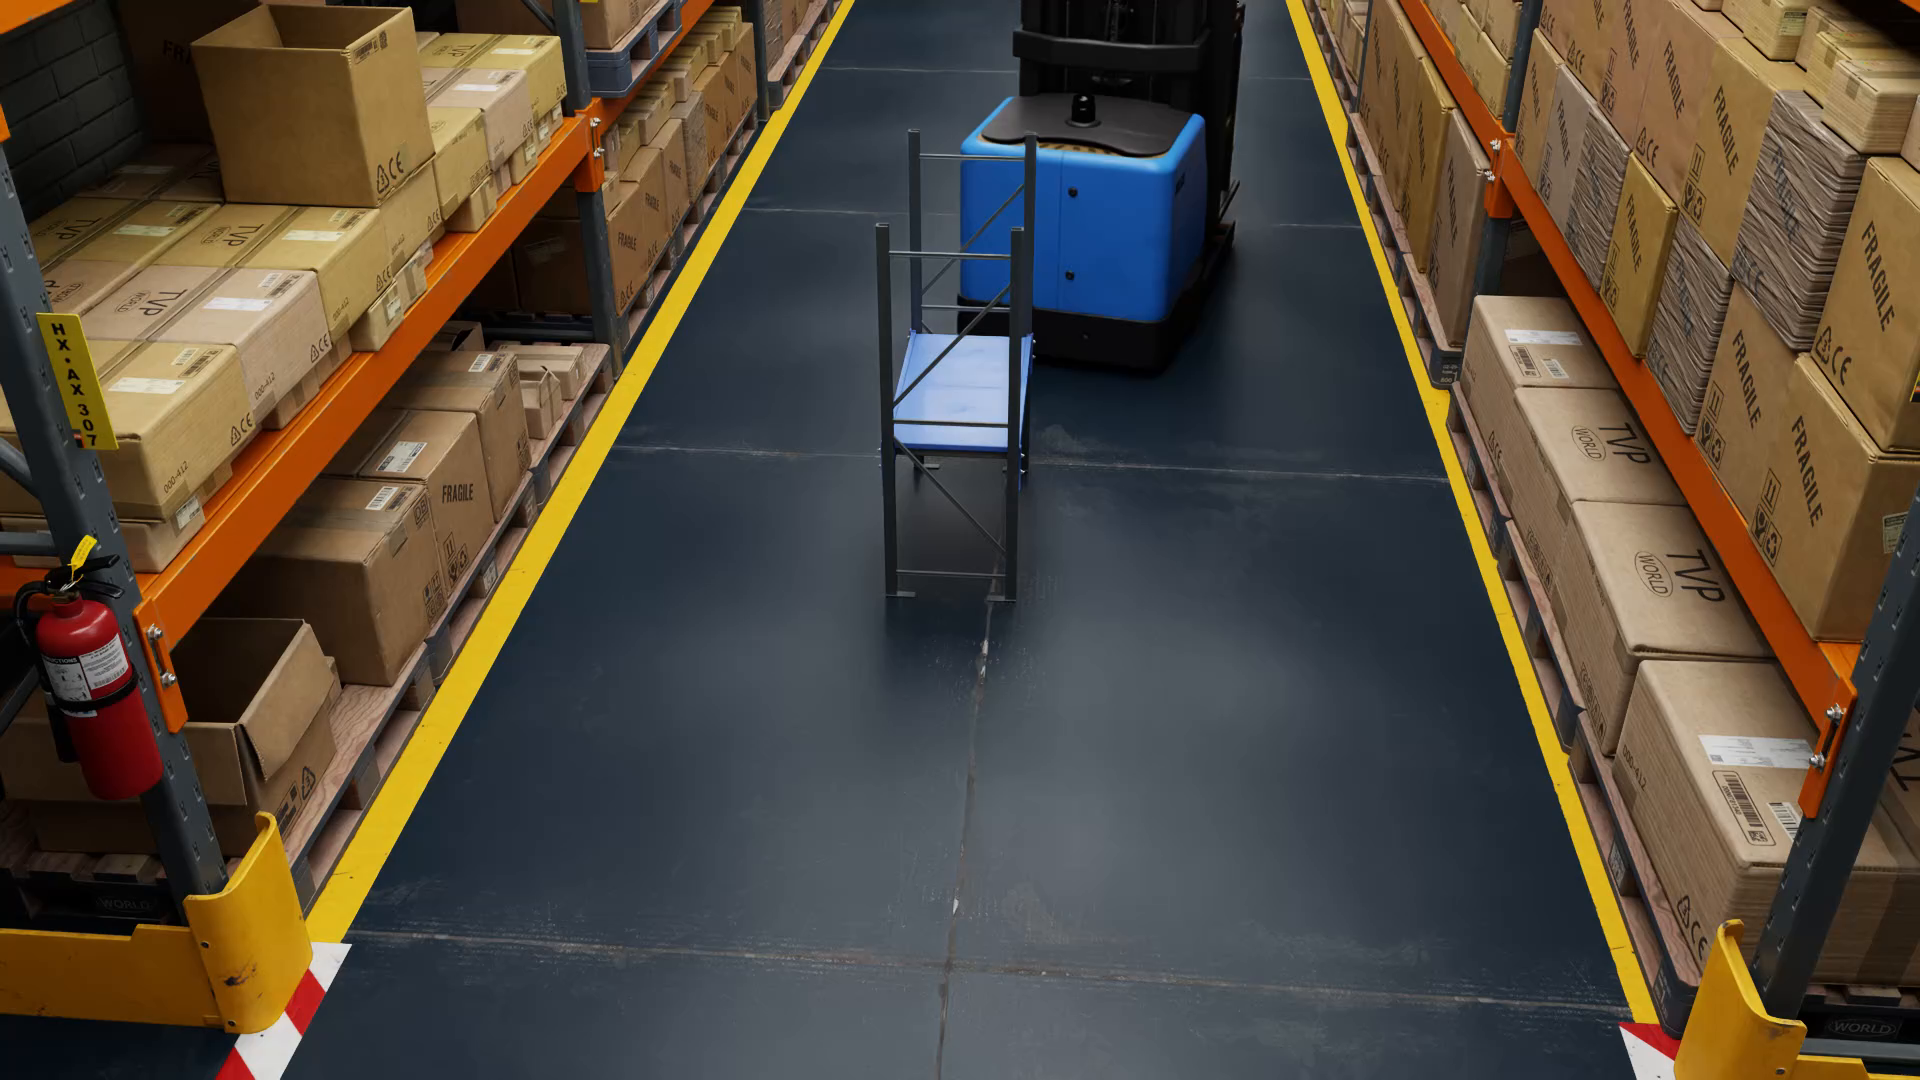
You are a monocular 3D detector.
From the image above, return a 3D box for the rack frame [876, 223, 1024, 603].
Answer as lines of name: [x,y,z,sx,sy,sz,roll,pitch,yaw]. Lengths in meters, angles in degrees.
rack frame: [-0.034,-0.417,5.998,0.500,1.500,0.032,2,32,4]

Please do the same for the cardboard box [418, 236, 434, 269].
cardboard box: [-2.056,-0.997,5.749,0.380,0.149,0.250,2,32,4]

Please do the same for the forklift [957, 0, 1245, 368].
forklift: [0.919,-2.832,8.551,1.130,2.935,3.031,9,33,15]

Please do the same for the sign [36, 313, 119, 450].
sign: [-1.923,-0.342,3.620,0.100,0.325,0.005,2,32,4]

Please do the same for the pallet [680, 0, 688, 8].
pallet: [-1.966,-3.081,9.073,1.003,0.211,1.213,2,32,4]

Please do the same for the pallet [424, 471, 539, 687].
pallet: [-2.292,0.098,6.390,1.003,0.211,1.213,2,32,4]

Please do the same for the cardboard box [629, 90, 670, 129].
cardboard box: [-1.800,-2.340,9.052,0.380,0.149,0.250,4,32,6]

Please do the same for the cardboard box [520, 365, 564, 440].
cardboard box: [-1.920,-0.612,7.090,0.396,0.266,0.258,4,32,6]

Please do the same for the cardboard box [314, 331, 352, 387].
cardboard box: [-2.105,-0.592,5.091,0.380,0.149,0.250,3,32,5]

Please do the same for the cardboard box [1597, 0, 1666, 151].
cardboard box: [2.429,-1.576,5.400,0.500,0.500,0.500,3,32,5]

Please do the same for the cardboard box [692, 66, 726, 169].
cardboard box: [-1.724,-2.529,9.977,0.500,0.500,0.500,4,32,6]

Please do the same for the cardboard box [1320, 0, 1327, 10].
cardboard box: [3.365,-4.471,13.250,0.950,0.372,0.625,4,32,7]

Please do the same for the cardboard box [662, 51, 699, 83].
cardboard box: [-1.744,-2.755,9.725,0.380,0.149,0.250,2,32,3]

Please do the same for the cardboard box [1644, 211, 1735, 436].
cardboard box: [2.347,-0.623,4.807,0.500,0.500,0.500,3,32,5]

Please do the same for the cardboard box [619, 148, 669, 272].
cardboard box: [-1.841,-1.725,8.672,0.500,0.500,0.500,2,32,3]

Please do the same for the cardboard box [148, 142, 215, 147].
cardboard box: [-2.526,-1.371,5.975,0.500,0.250,0.500,3,32,5]

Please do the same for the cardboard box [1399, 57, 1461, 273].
cardboard box: [2.846,-1.952,8.684,0.875,0.875,0.875,3,32,5]

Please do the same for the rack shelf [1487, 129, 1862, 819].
rack shelf: [2.646,-0.526,5.430,1.077,0.370,4.000,2,32,4]

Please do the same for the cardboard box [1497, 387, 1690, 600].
cardboard box: [2.579,-0.174,6.215,0.875,0.438,0.875,2,32,3]

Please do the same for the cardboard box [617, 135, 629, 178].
cardboard box: [-1.889,-1.938,8.399,0.380,0.149,0.250,1,32,1]

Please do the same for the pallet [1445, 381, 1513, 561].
pallet: [2.669,-0.296,7.030,1.003,0.211,1.213,2,32,4]

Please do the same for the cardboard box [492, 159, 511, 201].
cardboard box: [-1.957,-1.393,6.391,0.380,0.149,0.250,3,32,5]

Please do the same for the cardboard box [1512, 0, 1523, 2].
cardboard box: [2.595,-2.590,7.046,0.500,0.500,0.500,3,32,6]

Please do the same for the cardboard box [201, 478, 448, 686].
cardboard box: [-2.211,0.128,5.665,0.700,0.500,0.500,4,32,6]

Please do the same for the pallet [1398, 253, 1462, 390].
pallet: [2.797,-1.097,8.329,1.003,0.211,1.213,2,32,4]

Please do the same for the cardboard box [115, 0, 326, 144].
cardboard box: [-2.525,-1.703,5.798,0.500,0.500,0.500,2,32,3]

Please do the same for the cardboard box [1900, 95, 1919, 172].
cardboard box: [2.310,-0.861,3.621,0.380,0.149,0.250,3,32,5]

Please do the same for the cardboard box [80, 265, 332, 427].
cardboard box: [-2.118,-0.548,4.640,0.500,0.250,0.500,3,32,5]

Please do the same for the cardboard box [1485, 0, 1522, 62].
cardboard box: [2.603,-2.268,7.237,0.500,0.250,0.500,2,32,4]

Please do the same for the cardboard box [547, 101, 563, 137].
cardboard box: [-1.912,-1.803,7.057,0.380,0.149,0.250,3,32,5]

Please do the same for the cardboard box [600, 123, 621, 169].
cardboard box: [-1.870,-1.919,8.086,0.380,0.149,0.250,1,32,2]

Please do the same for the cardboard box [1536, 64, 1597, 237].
cardboard box: [2.465,-1.423,6.105,0.500,0.500,0.500,3,32,4]

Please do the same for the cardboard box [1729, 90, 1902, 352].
cardboard box: [2.299,-0.791,4.126,0.500,0.500,0.500,3,32,4]

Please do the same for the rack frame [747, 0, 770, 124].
rack frame: [-1.813,-4.179,10.673,1.000,3.000,0.127,2,32,4]

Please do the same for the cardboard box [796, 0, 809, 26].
cardboard box: [-1.648,-4.367,12.840,0.875,0.625,0.625,1,32,2]

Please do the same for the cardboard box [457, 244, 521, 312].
cardboard box: [-2.393,-1.472,8.261,0.500,0.500,0.500,2,32,4]

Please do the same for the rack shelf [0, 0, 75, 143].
rack shelf: [-2.301,-2.013,4.984,1.077,0.370,4.000,2,32,4]

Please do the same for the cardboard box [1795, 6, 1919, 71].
cardboard box: [2.401,-1.263,4.273,0.380,0.149,0.250,2,32,4]

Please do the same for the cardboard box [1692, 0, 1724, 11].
cardboard box: [2.382,-1.673,4.938,0.380,0.149,0.250,3,32,4]

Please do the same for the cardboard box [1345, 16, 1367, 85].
cardboard box: [3.191,-3.324,11.390,0.950,0.372,0.625,0,32,1]

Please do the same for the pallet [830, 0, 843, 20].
pallet: [-1.508,-4.697,14.170,1.003,0.211,1.213,2,32,4]

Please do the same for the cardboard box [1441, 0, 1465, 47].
cardboard box: [2.697,-2.589,8.234,0.500,0.250,0.500,2,32,3]

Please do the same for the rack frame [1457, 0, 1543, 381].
rack frame: [2.809,-1.878,6.938,1.000,3.000,0.127,2,32,4]

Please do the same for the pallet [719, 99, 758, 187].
pallet: [-1.911,-2.603,10.773,1.003,0.211,1.213,2,32,4]

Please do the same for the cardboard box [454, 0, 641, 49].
cardboard box: [-1.876,-2.553,7.537,0.700,0.500,0.500,3,32,5]

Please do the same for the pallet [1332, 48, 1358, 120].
pallet: [3.200,-3.191,11.726,1.003,0.211,1.213,2,32,4]

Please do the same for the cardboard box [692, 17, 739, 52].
cardboard box: [-1.592,-3.157,10.378,0.380,0.149,0.250,1,32,1]

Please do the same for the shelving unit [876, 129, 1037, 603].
shelving unit: [0.007,-0.683,6.429,0.538,1.500,1.048,2,32,4]

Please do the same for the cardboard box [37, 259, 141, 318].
cardboard box: [-2.648,-0.580,4.692,0.500,0.250,0.500,3,32,4]

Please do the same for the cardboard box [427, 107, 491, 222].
cardboard box: [-2.016,-1.351,5.943,0.500,0.250,0.500,2,32,4]

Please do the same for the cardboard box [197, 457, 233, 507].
cardboard box: [-2.189,-0.184,4.430,0.380,0.149,0.250,3,32,5]
